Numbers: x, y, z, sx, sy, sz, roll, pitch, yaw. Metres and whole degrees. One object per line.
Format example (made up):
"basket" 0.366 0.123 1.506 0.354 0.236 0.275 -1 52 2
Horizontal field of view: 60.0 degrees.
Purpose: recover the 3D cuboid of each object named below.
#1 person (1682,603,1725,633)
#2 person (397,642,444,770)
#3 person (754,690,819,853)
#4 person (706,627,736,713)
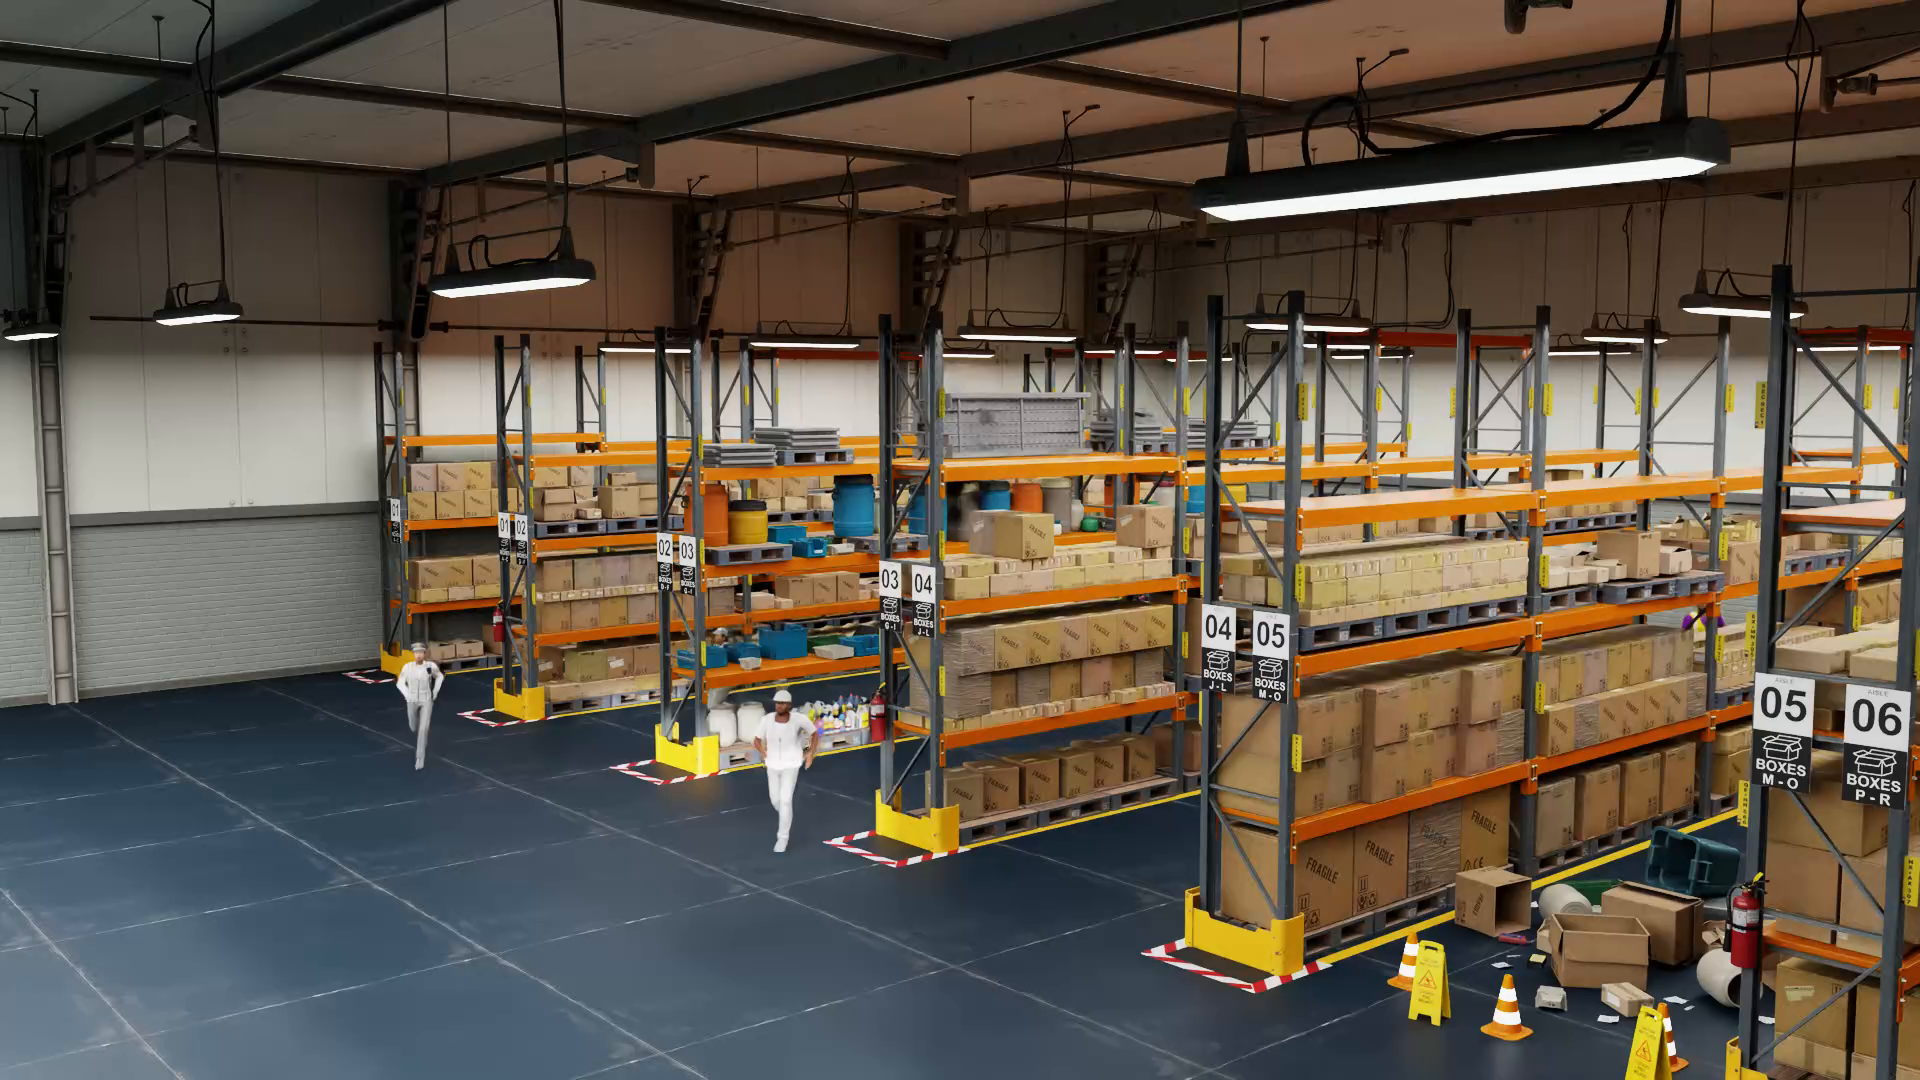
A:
"person" 12.436 1.780 27.788 0.696 1.700 0.591 2 6 19
"person" -7.487 2.249 23.055 0.587 1.698 1.069 -1 5 -6
"person" -1.992 2.570 18.862 0.723 1.778 0.861 1 5 12
"person" -3.532 2.109 24.855 0.575 1.631 0.614 -5 7 -44
